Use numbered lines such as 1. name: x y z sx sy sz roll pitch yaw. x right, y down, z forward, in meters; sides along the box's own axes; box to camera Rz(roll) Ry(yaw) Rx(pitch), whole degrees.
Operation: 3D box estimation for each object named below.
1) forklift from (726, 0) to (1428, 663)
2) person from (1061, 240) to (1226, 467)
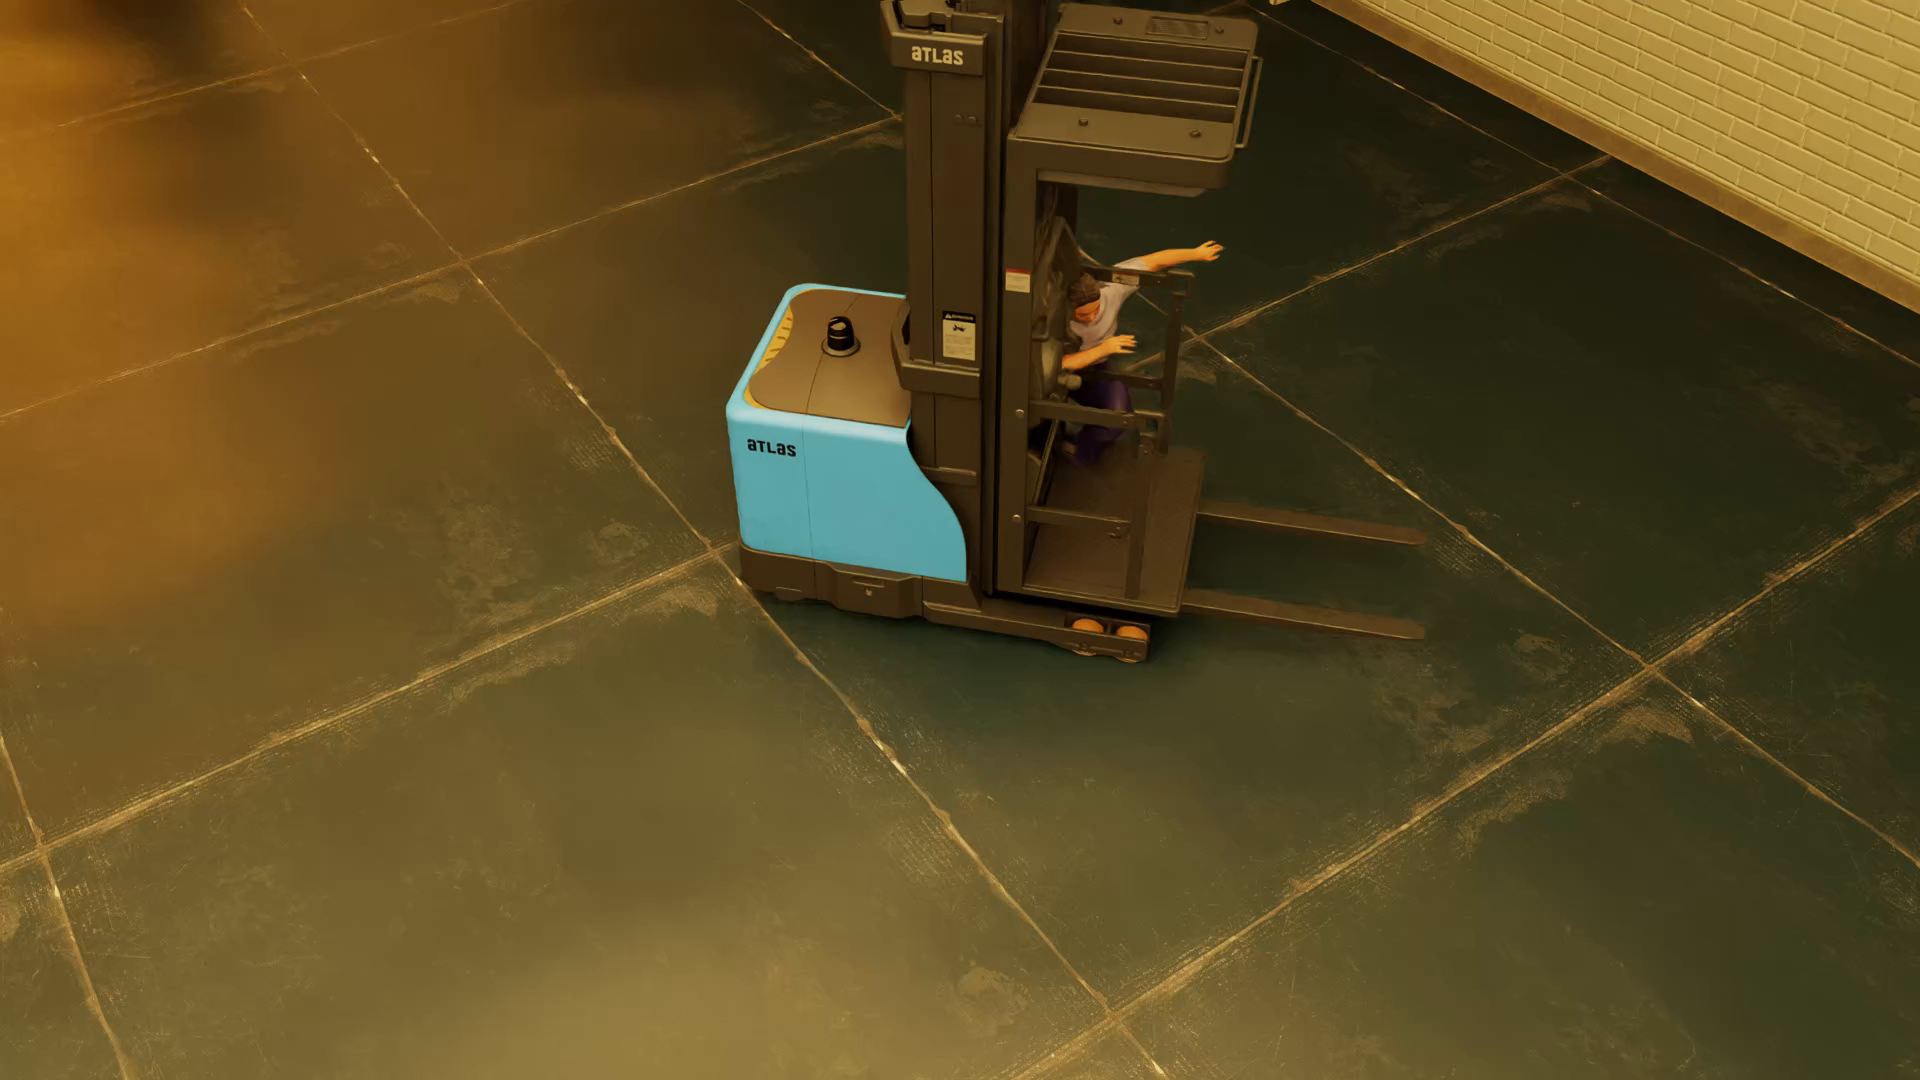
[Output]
1. forklift: 0.579 -0.937 6.732 3.031 2.935 1.130 9 43 9
2. person: 0.679 -0.714 7.703 1.286 1.344 0.709 -10 44 -11
